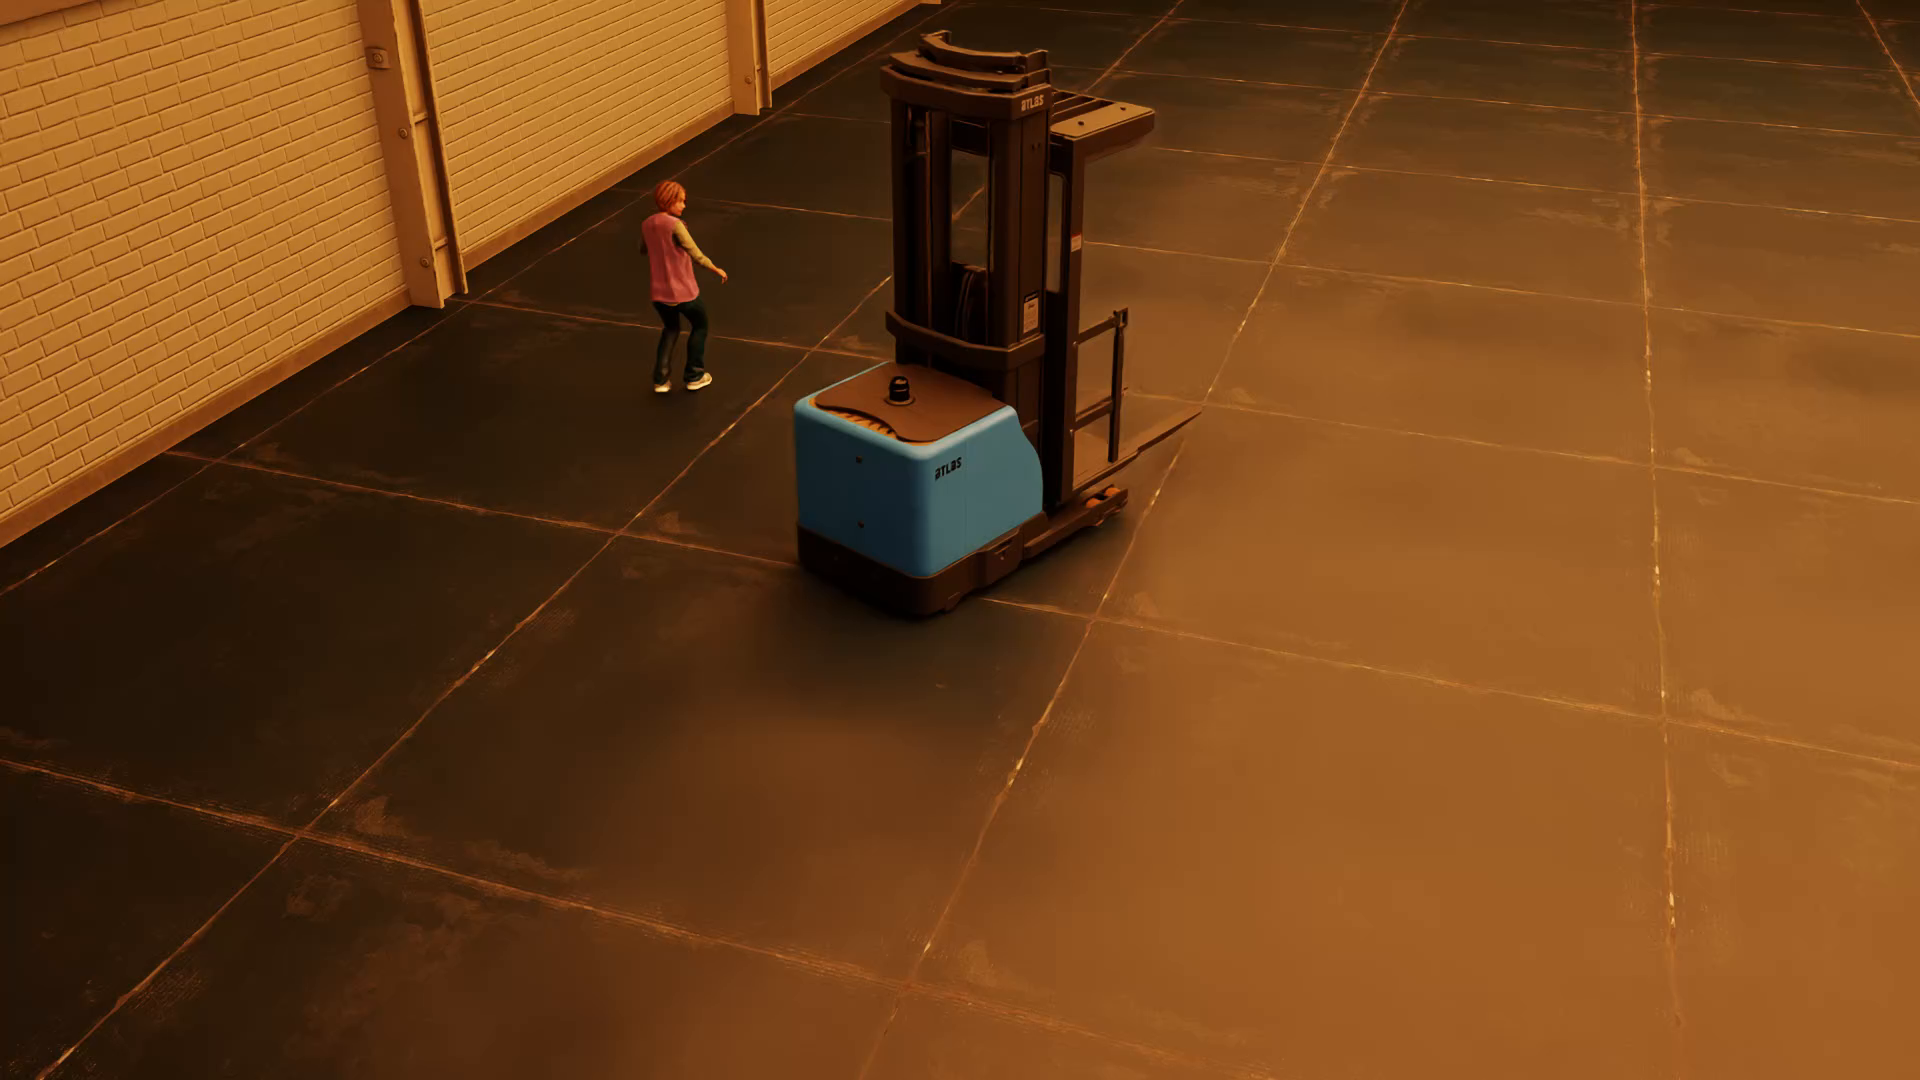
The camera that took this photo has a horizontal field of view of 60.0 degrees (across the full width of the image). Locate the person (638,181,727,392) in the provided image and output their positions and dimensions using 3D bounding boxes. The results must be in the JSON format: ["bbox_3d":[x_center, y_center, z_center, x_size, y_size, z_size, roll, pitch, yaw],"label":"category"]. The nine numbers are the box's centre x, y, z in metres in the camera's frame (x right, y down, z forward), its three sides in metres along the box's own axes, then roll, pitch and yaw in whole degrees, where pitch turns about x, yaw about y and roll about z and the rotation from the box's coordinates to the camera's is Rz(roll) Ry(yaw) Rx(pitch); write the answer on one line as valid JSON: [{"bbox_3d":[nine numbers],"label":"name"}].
[{"bbox_3d":[-1.960,-1.765,11.684,0.656,1.546,0.600,13,32,22],"label":"person"}]

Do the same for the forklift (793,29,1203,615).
[{"bbox_3d":[0.394,-1.508,9.781,1.130,2.935,3.031,23,37,35],"label":"forklift"}]
